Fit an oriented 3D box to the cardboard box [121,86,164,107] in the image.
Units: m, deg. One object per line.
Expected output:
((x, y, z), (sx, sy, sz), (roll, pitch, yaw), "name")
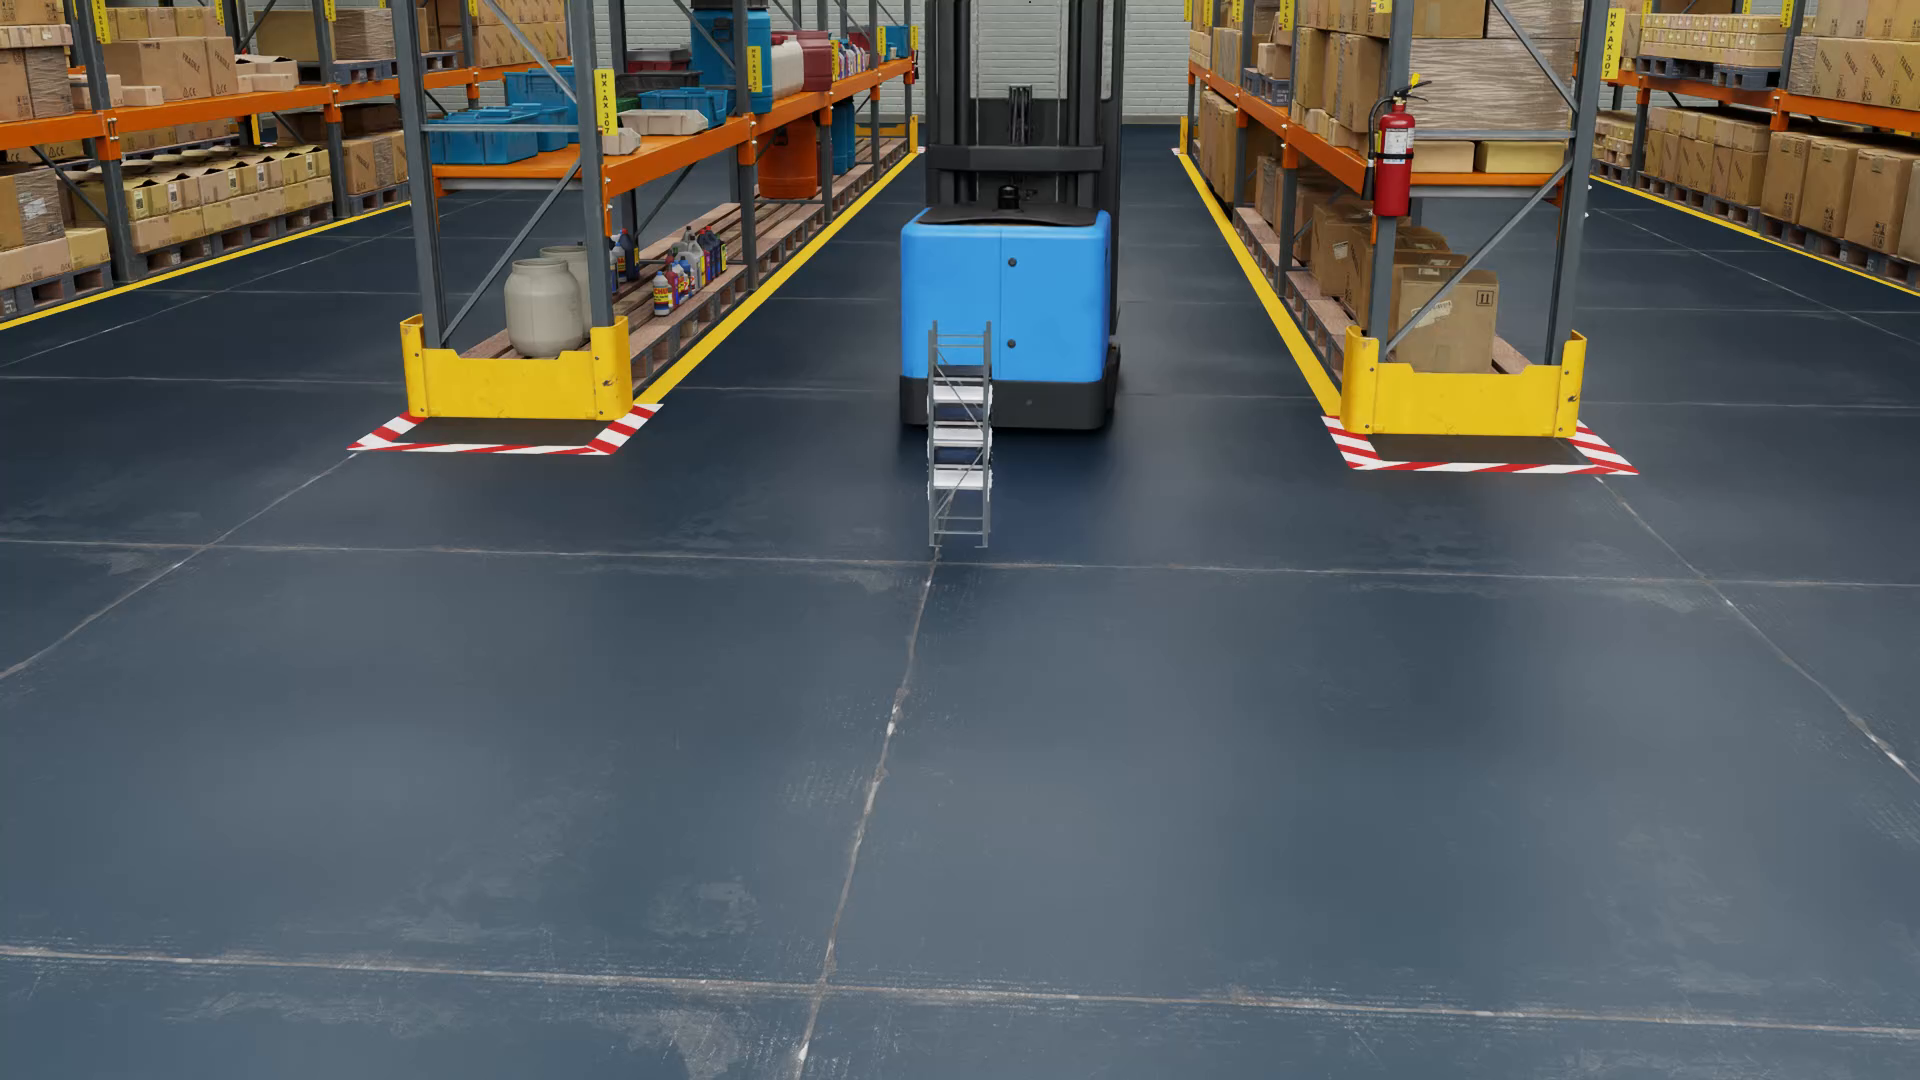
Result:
((-6.731, -3.609, 13.524), (0.380, 0.149, 0.250), (1, 18, 4), "cardboard box")

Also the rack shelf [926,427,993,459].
((0.001, -0.398, 6.801), (0.258, 0.077, 0.200), (1, 18, 4), "rack shelf")

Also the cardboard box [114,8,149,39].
((-11.253, -6.589, 21.733), (0.980, 0.700, 0.700), (1, 18, 3), "cardboard box")

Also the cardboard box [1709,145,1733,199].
((7.936, -3.719, 16.795), (0.500, 0.500, 0.500), (2, 18, 6), "cardboard box")

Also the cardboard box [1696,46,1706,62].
((7.783, -4.978, 17.026), (0.380, 0.149, 0.250), (2, 18, 6), "cardboard box")

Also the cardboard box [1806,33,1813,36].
((8.361, -4.787, 15.967), (0.380, 0.149, 0.250), (2, 18, 7), "cardboard box")

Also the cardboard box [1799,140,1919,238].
((7.916, -3.008, 14.223), (1.050, 0.750, 0.750), (2, 18, 5), "cardboard box")

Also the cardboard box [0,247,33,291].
((-6.881, -1.891, 11.619), (0.500, 0.250, 0.500), (1, 18, 4), "cardboard box")

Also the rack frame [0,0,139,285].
((-6.999, -3.458, 12.659), (1.000, 3.000, 0.127), (1, 18, 4), "rack frame")

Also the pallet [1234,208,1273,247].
((3.111, -2.910, 15.465), (1.003, 0.211, 1.213), (1, 18, 4), "pallet")

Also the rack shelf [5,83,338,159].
((-6.855, -3.737, 14.666), (1.077, 0.370, 4.000), (1, 18, 4), "rack shelf")

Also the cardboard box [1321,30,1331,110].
((2.782, -2.974, 10.544), (0.875, 0.500, 0.500), (1, 18, 4), "cardboard box")

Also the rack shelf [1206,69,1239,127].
((3.312, -4.757, 17.779), (1.077, 0.370, 4.000), (1, 18, 4), "rack shelf")

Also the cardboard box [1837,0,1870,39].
((8.032, -4.562, 14.262), (0.700, 0.500, 0.500), (1, 18, 3), "cardboard box")

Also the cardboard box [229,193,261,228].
((-6.613, -2.948, 14.844), (0.500, 0.250, 0.500), (2, 18, 5), "cardboard box")

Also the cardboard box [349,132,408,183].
((-6.321, -4.175, 18.154), (0.500, 0.500, 0.500), (1, 18, 3), "cardboard box")

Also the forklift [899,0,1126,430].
((0.382, -2.366, 9.435), (1.130, 2.935, 3.031), (2, 18, 7), "forklift")

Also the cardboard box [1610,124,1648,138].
((8.151, -4.980, 20.251), (0.380, 0.149, 0.250), (1, 18, 3), "cardboard box")

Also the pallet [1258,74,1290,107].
((3.068, -3.771, 13.922), (1.003, 0.211, 1.213), (1, 18, 4), "pallet")

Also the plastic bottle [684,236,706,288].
((-1.854, -1.930, 11.544), (0.144, 0.351, 0.185), (1, 18, 4), "plastic bottle")

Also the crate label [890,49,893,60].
((-1.107, -6.542, 22.399), (0.396, 0.136, 0.243), (1, 18, 4), "crate label")

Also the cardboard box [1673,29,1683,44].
((7.839, -5.362, 17.722), (0.380, 0.149, 0.250), (2, 18, 6), "cardboard box")

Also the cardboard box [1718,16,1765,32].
((7.741, -5.103, 16.454), (0.380, 0.149, 0.250), (2, 18, 6), "cardboard box")

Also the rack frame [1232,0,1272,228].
((3.169, -4.478, 15.772), (1.000, 3.000, 0.127), (1, 18, 4), "rack frame")

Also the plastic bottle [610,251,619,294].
((-2.424, -1.833, 11.368), (0.152, 0.276, 0.135), (1, 18, 4), "plastic bottle")

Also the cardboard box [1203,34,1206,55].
((3.260, -6.094, 20.467), (0.500, 0.250, 0.500), (2, 18, 6), "cardboard box")

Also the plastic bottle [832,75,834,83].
((-1.330, -4.844, 17.078), (0.061, 0.283, 0.133), (1, 18, 4), "plastic bottle")

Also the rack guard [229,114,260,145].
((-11.078, -6.114, 24.779), (1.175, 0.500, 0.348), (1, 18, 4), "rack guard")

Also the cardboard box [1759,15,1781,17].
((8.449, -5.324, 17.126), (0.380, 0.149, 0.250), (1, 18, 3), "cardboard box")

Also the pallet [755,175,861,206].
((-1.666, -3.887, 18.447), (1.003, 0.211, 1.213), (1, 18, 4), "pallet")

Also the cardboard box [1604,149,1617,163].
((8.140, -4.715, 20.398), (0.380, 0.149, 0.250), (1, 18, 2), "cardboard box")

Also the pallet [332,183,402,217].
((-6.621, -3.606, 17.589), (1.003, 0.211, 1.213), (1, 18, 4), "pallet")

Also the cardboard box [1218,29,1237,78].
((3.102, -5.319, 18.178), (0.500, 0.500, 0.500), (1, 18, 3), "cardboard box")

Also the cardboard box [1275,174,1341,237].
((3.040, -2.768, 13.863), (0.700, 0.500, 0.500), (0, 18, -1), "cardboard box")

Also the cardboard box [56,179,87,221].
((-7.256, -2.749, 13.337), (0.500, 0.311, 0.500), (1, 18, 4), "cardboard box")

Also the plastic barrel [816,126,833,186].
((-1.672, -4.145, 17.954), (0.600, 0.588, 0.708), (1, 18, 4), "plastic barrel")

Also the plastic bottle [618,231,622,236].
((-2.518, -2.169, 12.402), (0.097, 0.271, 0.097), (0, 18, 0), "plastic bottle")

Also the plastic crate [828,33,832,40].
((-1.791, -6.004, 20.359), (0.392, 0.384, 0.575), (1, 18, 4), "plastic crate")

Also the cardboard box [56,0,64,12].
((-11.145, -6.456, 19.933), (0.500, 0.250, 0.500), (2, 18, 5), "cardboard box")

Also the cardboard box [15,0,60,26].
((-7.024, -3.984, 12.020), (0.700, 0.500, 0.500), (1, 18, 4), "cardboard box")

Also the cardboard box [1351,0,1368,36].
((2.418, -2.989, 8.984), (0.500, 0.500, 0.500), (1, 18, 4), "cardboard box")

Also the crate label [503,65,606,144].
((-2.483, -2.698, 10.284), (0.502, 0.435, 0.616), (1, 18, 4), "crate label")

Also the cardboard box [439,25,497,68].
((-6.117, -6.142, 20.690), (0.500, 0.500, 0.500), (2, 18, 5), "cardboard box")

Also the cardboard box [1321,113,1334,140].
((2.472, -2.590, 10.413), (0.380, 0.149, 0.250), (1, 18, 4), "cardboard box")

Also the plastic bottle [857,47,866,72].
((-1.191, -5.642, 19.524), (0.152, 0.276, 0.135), (1, 18, 4), "plastic bottle")

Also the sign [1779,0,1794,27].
((7.567, -4.858, 15.198), (0.100, 0.325, 0.005), (1, 18, 4), "sign")

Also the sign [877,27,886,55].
((-0.936, -5.949, 19.818), (0.100, 0.325, 0.005), (1, 18, 4), "sign")

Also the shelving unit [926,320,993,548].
((0.001, -0.430, 6.791), (0.258, 0.900, 0.210), (1, 18, 4), "shelving unit")

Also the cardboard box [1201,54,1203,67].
((3.224, -6.022, 20.889), (0.380, 0.149, 0.250), (2, 18, 5), "cardboard box")

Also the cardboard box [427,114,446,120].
((-6.667, -5.147, 21.121), (0.500, 0.500, 0.500), (1, 18, 4), "cardboard box")

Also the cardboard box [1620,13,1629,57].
((8.187, -6.085, 20.037), (0.500, 0.500, 0.500), (1, 18, 2), "cardboard box")

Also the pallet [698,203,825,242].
((-1.866, -3.024, 15.812), (1.003, 0.211, 1.213), (1, 18, 4), "pallet")

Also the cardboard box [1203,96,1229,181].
((3.366, -4.433, 18.373), (1.225, 0.875, 0.875), (1, 18, 2), "cardboard box")

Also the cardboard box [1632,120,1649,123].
((8.707, -5.217, 20.976), (0.380, 0.149, 0.250), (1, 18, 2), "cardboard box")

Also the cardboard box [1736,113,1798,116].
((8.520, -4.385, 17.625), (0.500, 0.250, 0.500), (0, 18, 1), "cardboard box")
